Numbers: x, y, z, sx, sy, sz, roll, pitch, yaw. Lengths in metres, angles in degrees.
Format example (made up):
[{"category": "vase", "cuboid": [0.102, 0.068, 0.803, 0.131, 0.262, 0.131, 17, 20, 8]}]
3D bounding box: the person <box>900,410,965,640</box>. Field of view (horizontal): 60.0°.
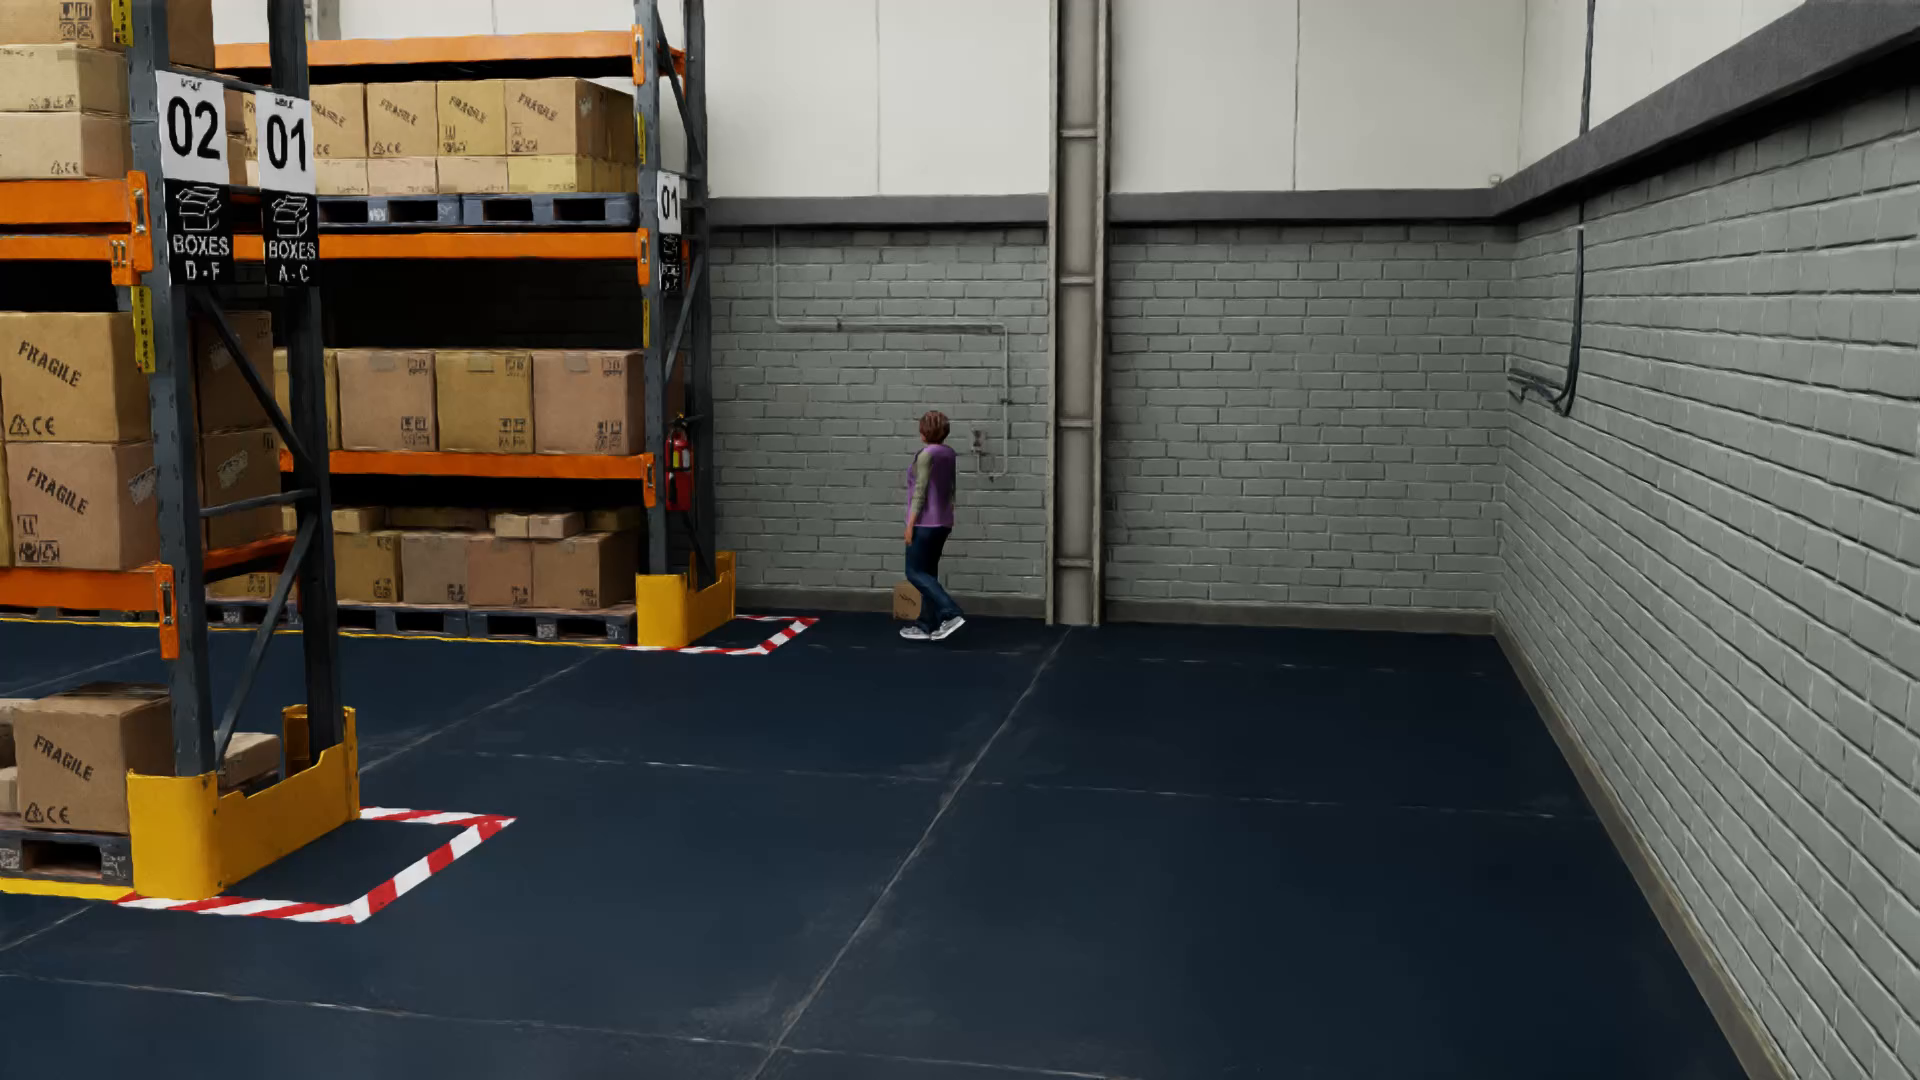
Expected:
[{"category": "person", "cuboid": [-0.187, -0.091, 11.422, 0.571, 1.596, 0.437, 5, 10, 31]}]
